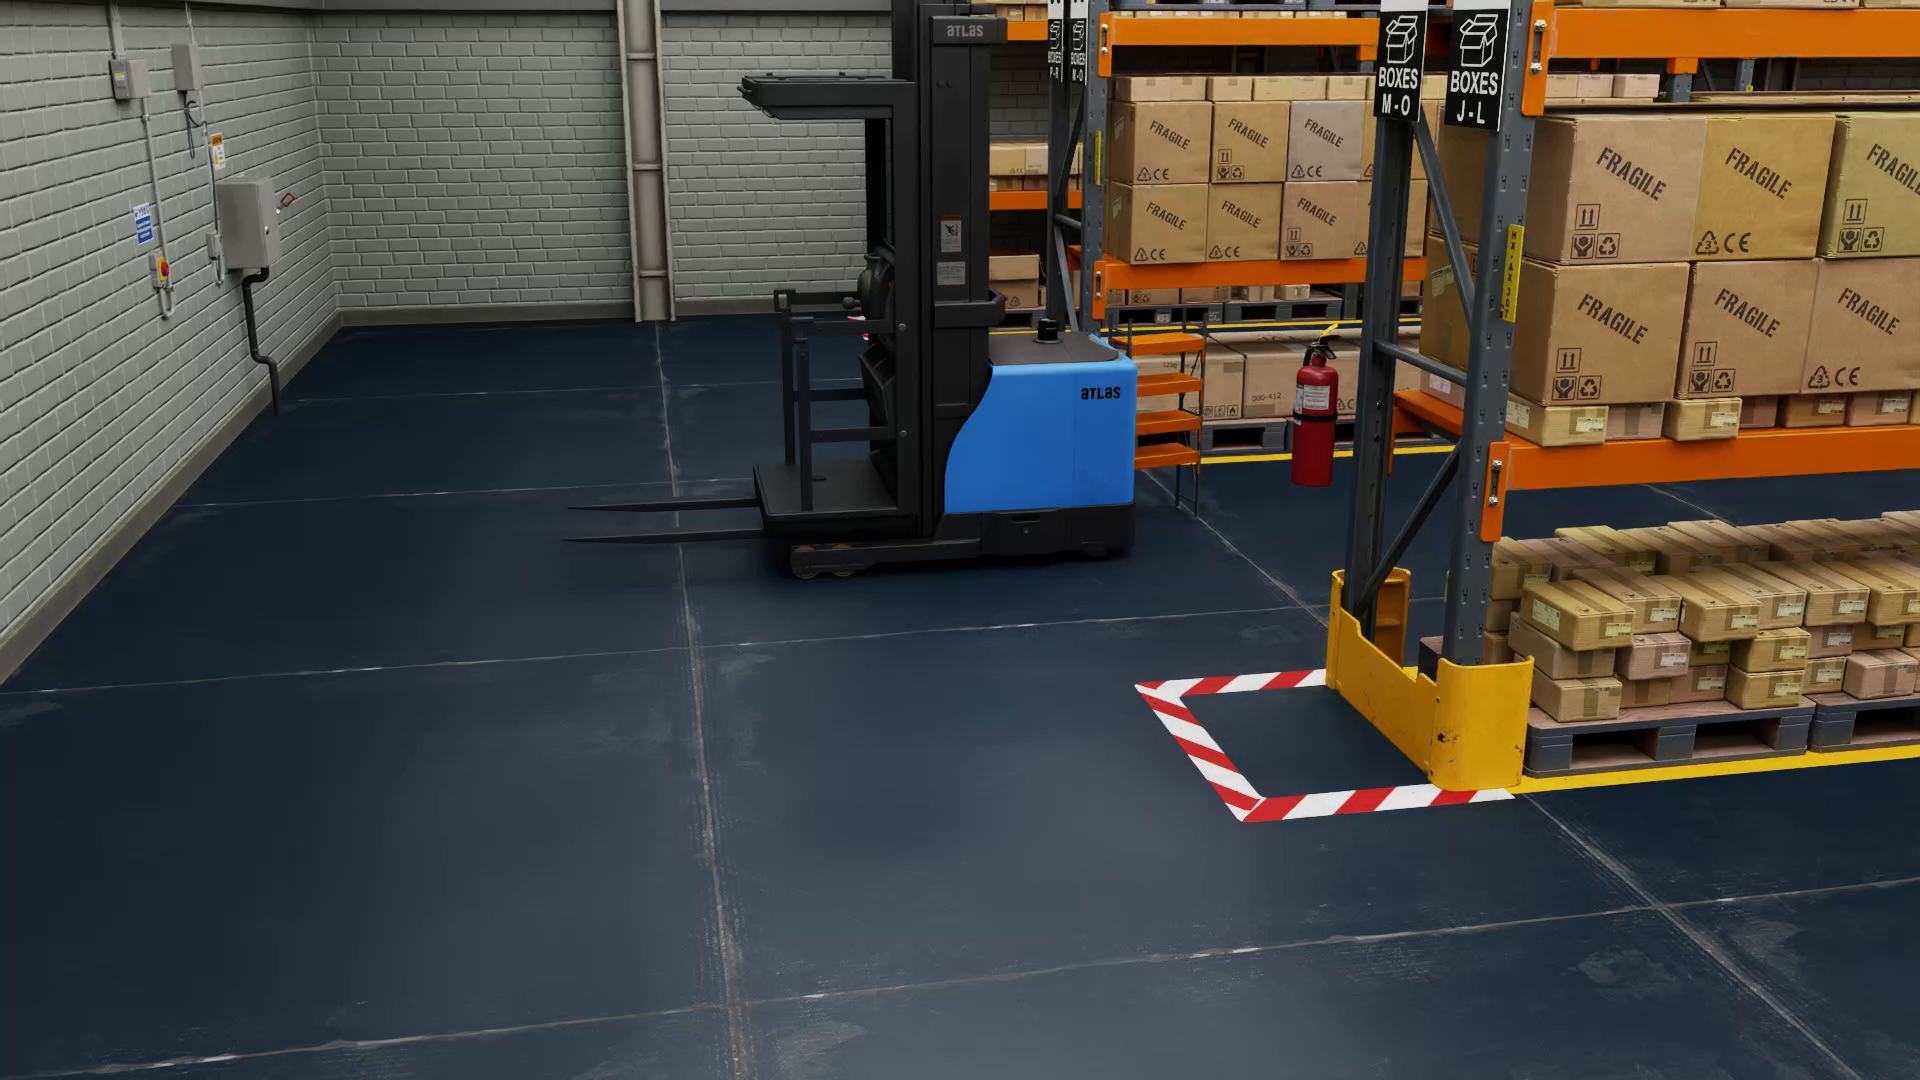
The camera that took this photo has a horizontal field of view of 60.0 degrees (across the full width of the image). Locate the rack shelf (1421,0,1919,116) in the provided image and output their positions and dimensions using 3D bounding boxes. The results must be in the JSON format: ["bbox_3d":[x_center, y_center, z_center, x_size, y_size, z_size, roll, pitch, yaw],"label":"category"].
[{"bbox_3d":[3.755,-1.861,6.377,4.000,0.370,1.077,-3,17,-10],"label":"rack shelf"}]

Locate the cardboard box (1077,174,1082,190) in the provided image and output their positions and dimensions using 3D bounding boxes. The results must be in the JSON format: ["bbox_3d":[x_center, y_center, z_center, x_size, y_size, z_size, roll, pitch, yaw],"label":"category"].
[{"bbox_3d":[1.194,-3.395,15.686,0.250,0.149,0.380,-3,17,-10],"label":"cardboard box"}]

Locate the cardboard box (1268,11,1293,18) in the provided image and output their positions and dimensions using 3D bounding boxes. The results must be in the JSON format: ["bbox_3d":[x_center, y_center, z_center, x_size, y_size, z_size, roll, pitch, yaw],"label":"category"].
[{"bbox_3d":[2.932,-4.918,15.532,0.250,0.149,0.380,-3,17,-9],"label":"cardboard box"}]

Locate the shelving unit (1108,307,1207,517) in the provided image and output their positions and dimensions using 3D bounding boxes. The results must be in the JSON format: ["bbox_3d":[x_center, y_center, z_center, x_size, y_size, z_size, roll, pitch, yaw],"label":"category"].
[{"bbox_3d":[1.120,-0.709,9.577,0.503,1.200,0.258,-8,19,-23],"label":"shelving unit"}]

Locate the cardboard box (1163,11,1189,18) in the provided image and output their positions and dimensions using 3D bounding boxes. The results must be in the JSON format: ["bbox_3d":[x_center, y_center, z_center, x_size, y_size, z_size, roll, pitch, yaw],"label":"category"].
[{"bbox_3d":[1.932,-4.848,15.308,0.250,0.149,0.380,-3,17,-9],"label":"cardboard box"}]

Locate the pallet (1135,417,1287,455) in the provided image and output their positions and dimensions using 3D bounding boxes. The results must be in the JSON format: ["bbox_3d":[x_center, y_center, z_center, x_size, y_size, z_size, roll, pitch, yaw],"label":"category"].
[{"bbox_3d":[1.523,-0.815,11.605,1.213,0.211,1.003,-3,17,-10],"label":"pallet"}]

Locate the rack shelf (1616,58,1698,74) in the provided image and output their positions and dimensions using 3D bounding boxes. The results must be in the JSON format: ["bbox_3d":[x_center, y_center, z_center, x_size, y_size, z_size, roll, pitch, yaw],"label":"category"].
[{"bbox_3d":[6.644,-3.505,11.730,4.000,0.370,1.077,-3,17,-10],"label":"rack shelf"}]

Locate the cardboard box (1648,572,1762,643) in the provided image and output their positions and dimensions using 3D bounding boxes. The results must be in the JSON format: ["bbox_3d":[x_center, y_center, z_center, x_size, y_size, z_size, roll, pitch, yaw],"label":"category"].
[{"bbox_3d":[2.890,0.260,6.483,0.250,0.149,0.380,-3,17,-11],"label":"cardboard box"}]

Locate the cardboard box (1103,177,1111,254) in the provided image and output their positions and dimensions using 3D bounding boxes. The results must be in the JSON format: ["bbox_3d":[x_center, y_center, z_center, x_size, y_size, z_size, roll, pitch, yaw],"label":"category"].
[{"bbox_3d":[1.176,-2.232,11.298,0.500,0.500,0.500,-3,17,-10],"label":"cardboard box"}]

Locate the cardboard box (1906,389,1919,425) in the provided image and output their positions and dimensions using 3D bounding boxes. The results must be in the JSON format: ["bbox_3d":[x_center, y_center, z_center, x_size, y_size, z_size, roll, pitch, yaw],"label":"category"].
[{"bbox_3d":[3.693,-0.564,6.468,0.250,0.149,0.380,-3,17,-8],"label":"cardboard box"}]

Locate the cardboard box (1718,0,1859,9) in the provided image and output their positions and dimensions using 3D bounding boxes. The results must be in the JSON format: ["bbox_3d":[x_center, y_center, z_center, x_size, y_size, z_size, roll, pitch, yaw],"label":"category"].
[{"bbox_3d":[2.798,-2.001,5.864,0.500,0.250,0.500,-3,17,-9],"label":"cardboard box"}]

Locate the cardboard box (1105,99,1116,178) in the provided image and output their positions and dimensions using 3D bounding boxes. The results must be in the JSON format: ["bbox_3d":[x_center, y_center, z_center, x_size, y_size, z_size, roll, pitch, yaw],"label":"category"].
[{"bbox_3d":[1.181,-2.702,11.126,0.500,0.500,0.500,-3,17,-9],"label":"cardboard box"}]

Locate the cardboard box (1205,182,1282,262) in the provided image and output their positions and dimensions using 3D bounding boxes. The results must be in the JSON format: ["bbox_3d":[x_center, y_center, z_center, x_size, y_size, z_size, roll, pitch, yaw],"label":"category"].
[{"bbox_3d":[1.770,-2.109,10.898,0.500,0.500,0.500,-3,17,-11],"label":"cardboard box"}]

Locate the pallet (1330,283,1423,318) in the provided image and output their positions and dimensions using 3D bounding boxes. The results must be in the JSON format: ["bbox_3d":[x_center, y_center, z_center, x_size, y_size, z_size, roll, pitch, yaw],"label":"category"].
[{"bbox_3d":[4.526,-2.457,16.953,1.213,0.211,1.003,-3,17,-10],"label":"pallet"}]

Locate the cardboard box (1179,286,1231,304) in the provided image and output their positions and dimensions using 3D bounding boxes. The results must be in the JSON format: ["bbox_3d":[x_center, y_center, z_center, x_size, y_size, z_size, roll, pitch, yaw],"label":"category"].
[{"bbox_3d":[2.292,-2.618,16.269,0.500,0.500,0.700,-4,18,-13],"label":"cardboard box"}]

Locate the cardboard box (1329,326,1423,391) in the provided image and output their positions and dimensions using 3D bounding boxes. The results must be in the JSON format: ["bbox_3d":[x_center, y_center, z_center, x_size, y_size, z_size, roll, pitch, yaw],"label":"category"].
[{"bbox_3d":[3.165,-1.225,11.841,0.875,0.438,0.875,-4,17,-12],"label":"cardboard box"}]

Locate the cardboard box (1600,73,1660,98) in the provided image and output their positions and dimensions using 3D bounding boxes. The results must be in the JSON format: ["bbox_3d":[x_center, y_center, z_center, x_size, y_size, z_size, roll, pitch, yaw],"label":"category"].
[{"bbox_3d":[4.438,-3.030,11.091,0.250,0.149,0.380,-4,17,-12],"label":"cardboard box"}]

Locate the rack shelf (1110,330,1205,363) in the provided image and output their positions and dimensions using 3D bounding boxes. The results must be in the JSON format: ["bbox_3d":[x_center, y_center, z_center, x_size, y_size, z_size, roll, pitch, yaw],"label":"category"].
[{"bbox_3d":[1.120,-1.085,9.462,0.480,0.148,0.258,-8,19,-23],"label":"rack shelf"}]

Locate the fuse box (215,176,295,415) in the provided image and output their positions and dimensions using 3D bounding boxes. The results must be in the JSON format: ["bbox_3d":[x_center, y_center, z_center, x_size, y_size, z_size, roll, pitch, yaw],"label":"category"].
[{"bbox_3d":[-5.034,-1.758,12.120,0.414,1.711,0.539,-3,17,-10],"label":"fuse box"}]

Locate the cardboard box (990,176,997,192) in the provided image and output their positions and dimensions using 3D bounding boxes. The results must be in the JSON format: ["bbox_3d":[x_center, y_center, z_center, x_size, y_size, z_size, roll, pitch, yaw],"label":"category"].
[{"bbox_3d":[0.182,-3.330,15.474,0.250,0.149,0.380,-3,17,-11],"label":"cardboard box"}]

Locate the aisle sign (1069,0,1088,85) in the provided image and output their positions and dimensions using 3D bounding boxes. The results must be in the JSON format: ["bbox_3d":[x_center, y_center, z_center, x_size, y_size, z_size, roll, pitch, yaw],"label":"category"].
[{"bbox_3d":[0.737,-3.236,10.310,0.004,0.787,0.394,-3,17,-10],"label":"aisle sign"}]

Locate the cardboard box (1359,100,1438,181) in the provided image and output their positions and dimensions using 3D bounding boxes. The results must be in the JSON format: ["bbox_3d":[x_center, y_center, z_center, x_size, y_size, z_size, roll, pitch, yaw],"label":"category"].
[{"bbox_3d":[2.778,-2.641,10.927,0.500,0.500,0.500,-3,17,-10],"label":"cardboard box"}]

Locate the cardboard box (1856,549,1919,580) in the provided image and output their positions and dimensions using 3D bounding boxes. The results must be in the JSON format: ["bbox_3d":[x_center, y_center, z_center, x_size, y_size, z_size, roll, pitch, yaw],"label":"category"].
[{"bbox_3d":[3.887,0.167,6.788,0.250,0.149,0.380,-3,17,-10],"label":"cardboard box"}]

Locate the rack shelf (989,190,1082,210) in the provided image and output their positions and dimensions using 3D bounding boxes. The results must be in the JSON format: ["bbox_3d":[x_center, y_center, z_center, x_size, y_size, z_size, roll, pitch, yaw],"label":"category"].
[{"bbox_3d":[1.771,-3.279,16.103,4.000,0.370,1.077,-3,17,-10],"label":"rack shelf"}]

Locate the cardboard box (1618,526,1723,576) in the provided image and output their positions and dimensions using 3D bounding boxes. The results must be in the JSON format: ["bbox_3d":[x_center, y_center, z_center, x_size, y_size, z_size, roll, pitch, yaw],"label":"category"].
[{"bbox_3d":[3.017,0.071,7.098,0.250,0.149,0.380,-4,18,-13],"label":"cardboard box"}]

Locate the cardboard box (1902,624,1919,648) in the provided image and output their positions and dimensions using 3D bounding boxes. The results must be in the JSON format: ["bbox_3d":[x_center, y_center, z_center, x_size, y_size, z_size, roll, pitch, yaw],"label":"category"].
[{"bbox_3d":[3.898,0.303,6.850,0.250,0.149,0.380,-2,17,-8],"label":"cardboard box"}]

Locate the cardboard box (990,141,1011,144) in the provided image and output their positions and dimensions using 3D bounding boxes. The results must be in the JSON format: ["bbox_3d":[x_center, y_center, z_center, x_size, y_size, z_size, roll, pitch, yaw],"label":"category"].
[{"bbox_3d":[0.209,-3.684,15.946,0.500,0.250,0.500,-3,17,-9],"label":"cardboard box"}]

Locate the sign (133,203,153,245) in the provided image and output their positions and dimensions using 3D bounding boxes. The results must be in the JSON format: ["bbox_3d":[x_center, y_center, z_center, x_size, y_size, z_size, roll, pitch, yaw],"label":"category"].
[{"bbox_3d":[-4.830,-1.872,9.836,0.001,0.218,0.327,-3,17,-10],"label":"sign"}]

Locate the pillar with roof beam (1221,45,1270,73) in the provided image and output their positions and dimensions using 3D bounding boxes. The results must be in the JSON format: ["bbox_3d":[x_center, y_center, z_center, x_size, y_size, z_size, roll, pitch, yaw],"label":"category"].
[{"bbox_3d":[3.697,-5.582,12.159,0.400,9.000,9.100,-3,17,-10],"label":"pillar with roof beam"}]

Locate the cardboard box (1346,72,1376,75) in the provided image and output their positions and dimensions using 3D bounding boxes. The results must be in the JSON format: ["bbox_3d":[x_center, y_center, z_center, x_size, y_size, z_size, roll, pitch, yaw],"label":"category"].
[{"bbox_3d":[2.822,-3.117,11.373,0.250,0.149,0.380,-3,17,-10],"label":"cardboard box"}]

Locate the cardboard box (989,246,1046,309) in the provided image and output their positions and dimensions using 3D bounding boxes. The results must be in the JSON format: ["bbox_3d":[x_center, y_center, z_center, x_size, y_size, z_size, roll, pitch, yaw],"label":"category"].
[{"bbox_3d":[0.426,-2.525,15.962,0.637,0.503,0.797,-4,18,-13],"label":"cardboard box"}]

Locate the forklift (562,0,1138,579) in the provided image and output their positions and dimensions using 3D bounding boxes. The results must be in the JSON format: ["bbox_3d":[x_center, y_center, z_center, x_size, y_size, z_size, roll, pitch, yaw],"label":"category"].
[{"bbox_3d":[-0.619,-1.367,8.772,3.031,2.935,1.130,-3,17,-10],"label":"forklift"}]

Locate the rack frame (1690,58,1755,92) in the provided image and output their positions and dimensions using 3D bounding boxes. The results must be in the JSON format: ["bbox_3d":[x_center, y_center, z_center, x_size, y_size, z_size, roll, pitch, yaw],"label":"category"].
[{"bbox_3d":[7.662,-3.957,17.086,0.127,3.000,1.000,-3,17,-10],"label":"rack frame"}]

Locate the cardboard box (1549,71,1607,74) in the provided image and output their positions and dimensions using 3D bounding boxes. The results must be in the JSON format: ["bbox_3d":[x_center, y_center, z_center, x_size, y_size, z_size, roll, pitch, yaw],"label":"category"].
[{"bbox_3d":[4.321,-3.196,11.632,0.250,0.149,0.380,-4,17,-11],"label":"cardboard box"}]

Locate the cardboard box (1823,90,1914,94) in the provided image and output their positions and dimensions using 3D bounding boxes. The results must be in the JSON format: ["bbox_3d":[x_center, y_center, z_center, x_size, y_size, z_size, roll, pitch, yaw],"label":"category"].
[{"bbox_3d":[6.585,-3.013,12.140,0.500,0.500,0.500,-3,17,-10],"label":"cardboard box"}]

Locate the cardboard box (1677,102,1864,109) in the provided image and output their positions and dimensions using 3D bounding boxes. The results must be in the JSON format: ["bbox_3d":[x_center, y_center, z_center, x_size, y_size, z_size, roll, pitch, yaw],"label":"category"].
[{"bbox_3d":[3.200,-1.484,6.655,0.500,0.500,0.500,-2,17,-8],"label":"cardboard box"}]

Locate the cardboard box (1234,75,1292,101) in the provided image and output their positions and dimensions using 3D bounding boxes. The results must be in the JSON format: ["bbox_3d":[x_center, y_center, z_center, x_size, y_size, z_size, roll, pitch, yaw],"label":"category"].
[{"bbox_3d":[1.930,-2.893,10.643,0.250,0.149,0.380,-4,17,-12],"label":"cardboard box"}]

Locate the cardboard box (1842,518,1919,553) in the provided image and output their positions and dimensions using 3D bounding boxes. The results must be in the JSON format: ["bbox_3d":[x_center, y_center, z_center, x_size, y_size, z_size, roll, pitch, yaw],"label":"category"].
[{"bbox_3d":[4.051,0.032,7.225,0.250,0.149,0.380,-4,18,-13],"label":"cardboard box"}]

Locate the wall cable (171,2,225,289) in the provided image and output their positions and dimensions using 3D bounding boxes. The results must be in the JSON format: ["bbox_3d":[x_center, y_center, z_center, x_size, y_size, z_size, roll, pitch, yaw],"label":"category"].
[{"bbox_3d":[-5.059,-2.654,11.112,0.122,1.984,0.588,-3,17,-10],"label":"wall cable"}]

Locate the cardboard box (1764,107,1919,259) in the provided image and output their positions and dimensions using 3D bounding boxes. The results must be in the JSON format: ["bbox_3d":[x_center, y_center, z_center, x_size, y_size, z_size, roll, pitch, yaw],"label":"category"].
[{"bbox_3d":[3.292,-1.328,6.147,0.500,0.500,0.500,-4,17,-12],"label":"cardboard box"}]

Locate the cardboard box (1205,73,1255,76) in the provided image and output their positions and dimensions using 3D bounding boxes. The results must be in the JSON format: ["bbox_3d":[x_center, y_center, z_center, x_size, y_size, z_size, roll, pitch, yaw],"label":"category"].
[{"bbox_3d":[1.805,-3.056,11.175,0.250,0.149,0.380,-3,17,-9],"label":"cardboard box"}]

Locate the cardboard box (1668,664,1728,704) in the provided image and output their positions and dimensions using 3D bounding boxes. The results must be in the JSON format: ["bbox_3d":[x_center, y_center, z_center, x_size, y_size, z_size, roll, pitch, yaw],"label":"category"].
[{"bbox_3d":[2.850,0.512,6.677,0.250,0.149,0.380,-3,17,-10],"label":"cardboard box"}]

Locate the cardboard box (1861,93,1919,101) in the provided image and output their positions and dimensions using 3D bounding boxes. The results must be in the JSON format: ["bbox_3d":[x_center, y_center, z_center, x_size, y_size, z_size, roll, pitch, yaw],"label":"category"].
[{"bbox_3d":[6.660,-2.865,11.657,0.500,0.500,0.500,-4,17,-11],"label":"cardboard box"}]

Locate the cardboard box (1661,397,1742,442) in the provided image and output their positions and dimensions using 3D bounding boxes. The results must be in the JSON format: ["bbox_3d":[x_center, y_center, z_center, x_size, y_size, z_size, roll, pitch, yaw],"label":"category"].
[{"bbox_3d":[2.688,-0.488,6.221,0.250,0.149,0.380,-4,17,-12],"label":"cardboard box"}]

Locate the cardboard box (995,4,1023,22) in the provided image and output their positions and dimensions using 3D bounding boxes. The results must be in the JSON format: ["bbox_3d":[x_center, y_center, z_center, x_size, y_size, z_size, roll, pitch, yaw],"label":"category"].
[{"bbox_3d":[0.417,-4.798,15.143,0.250,0.149,0.380,-3,17,-9],"label":"cardboard box"}]

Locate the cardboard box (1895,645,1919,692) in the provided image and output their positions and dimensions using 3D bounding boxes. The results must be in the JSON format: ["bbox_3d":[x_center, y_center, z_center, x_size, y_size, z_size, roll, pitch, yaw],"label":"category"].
[{"bbox_3d":[3.883,0.476,6.794,0.250,0.149,0.380,-3,17,-10],"label":"cardboard box"}]

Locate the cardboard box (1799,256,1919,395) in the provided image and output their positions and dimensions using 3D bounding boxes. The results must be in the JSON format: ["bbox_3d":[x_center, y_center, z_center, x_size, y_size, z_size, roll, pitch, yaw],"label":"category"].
[{"bbox_3d":[3.288,-0.855,6.311,0.500,0.500,0.500,-3,17,-10],"label":"cardboard box"}]

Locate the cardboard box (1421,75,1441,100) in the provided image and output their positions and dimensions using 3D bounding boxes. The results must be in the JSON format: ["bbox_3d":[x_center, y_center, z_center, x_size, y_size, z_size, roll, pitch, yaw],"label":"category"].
[{"bbox_3d":[2.933,-2.959,10.860,0.250,0.149,0.380,-3,17,-10],"label":"cardboard box"}]

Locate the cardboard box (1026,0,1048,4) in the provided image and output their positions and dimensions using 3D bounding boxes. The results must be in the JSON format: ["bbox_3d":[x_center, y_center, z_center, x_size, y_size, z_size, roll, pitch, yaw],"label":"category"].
[{"bbox_3d":[0.790,-4.996,15.108,0.500,0.250,0.500,-3,17,-9],"label":"cardboard box"}]

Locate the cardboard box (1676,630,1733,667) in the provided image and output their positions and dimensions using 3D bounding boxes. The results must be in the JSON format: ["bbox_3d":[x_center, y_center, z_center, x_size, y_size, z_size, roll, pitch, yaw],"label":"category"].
[{"bbox_3d":[2.857,0.367,6.641,0.250,0.149,0.380,-3,17,-10],"label":"cardboard box"}]
